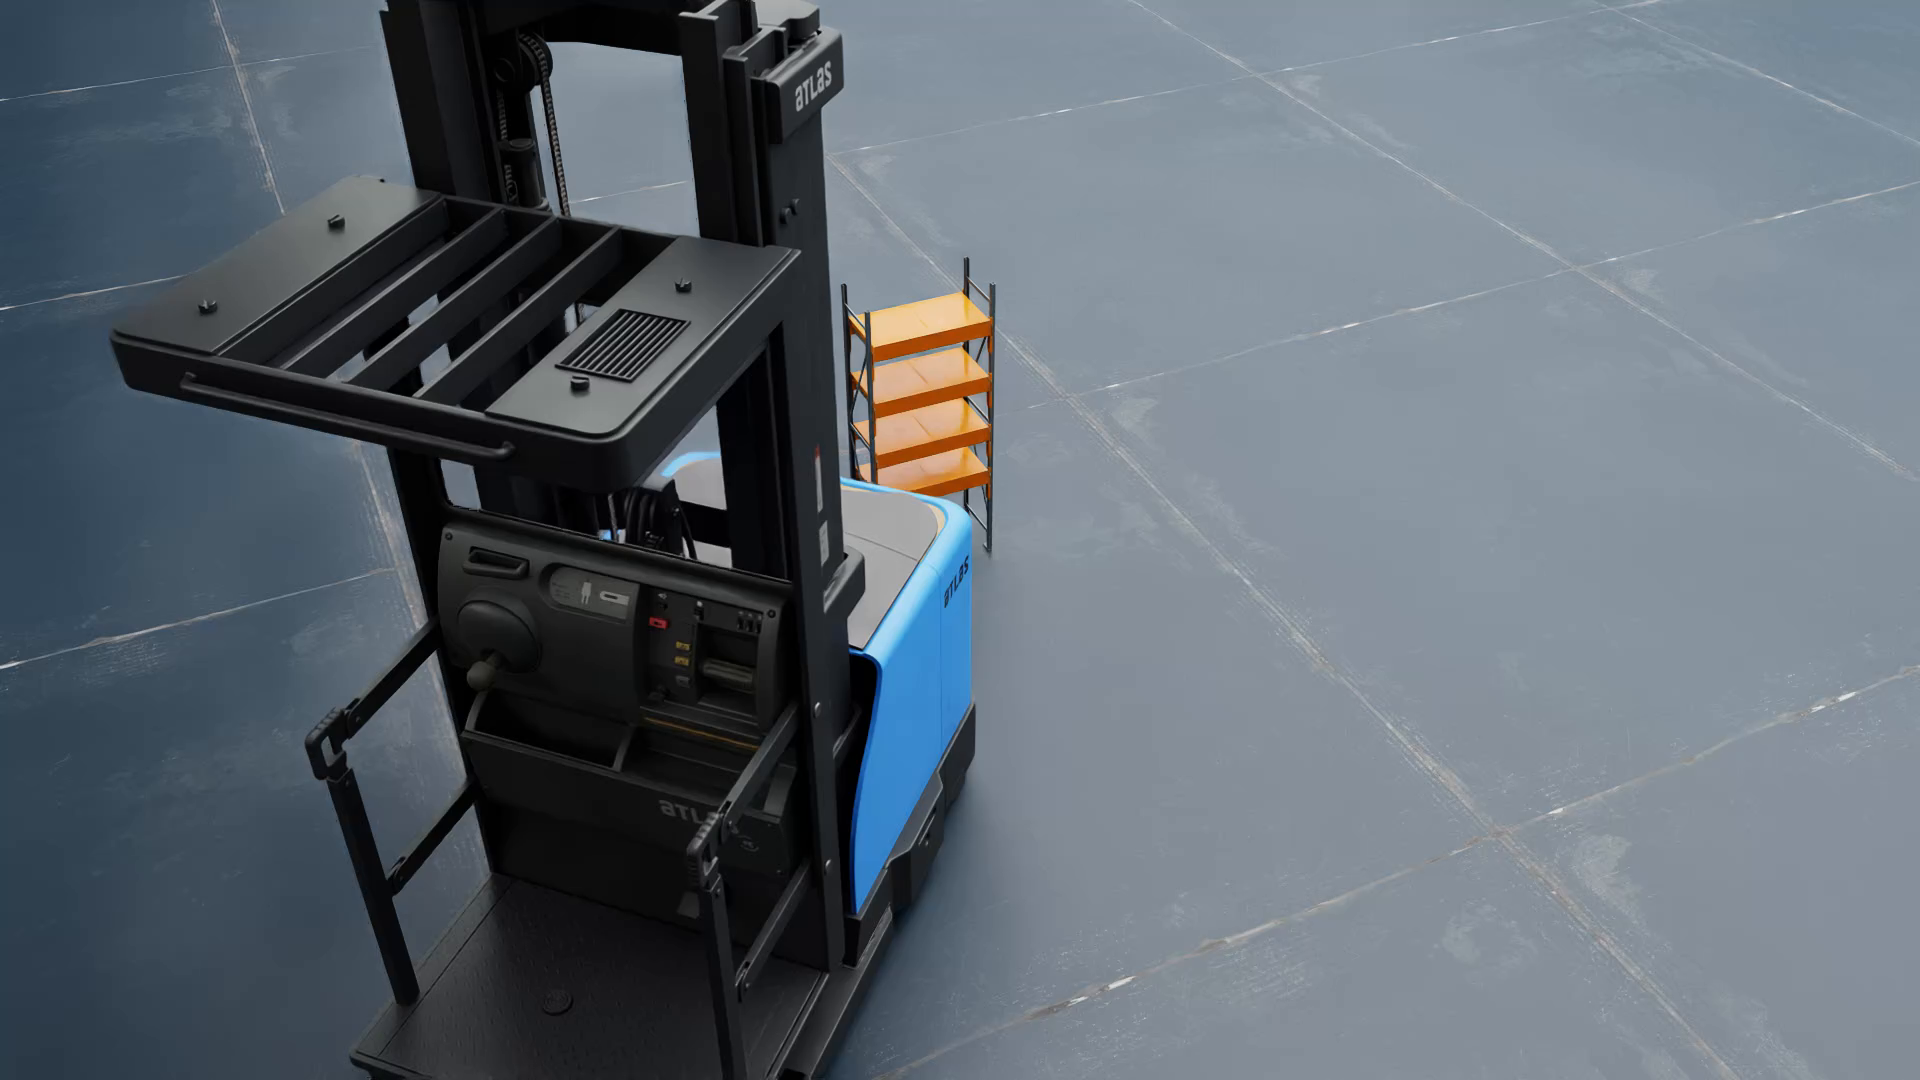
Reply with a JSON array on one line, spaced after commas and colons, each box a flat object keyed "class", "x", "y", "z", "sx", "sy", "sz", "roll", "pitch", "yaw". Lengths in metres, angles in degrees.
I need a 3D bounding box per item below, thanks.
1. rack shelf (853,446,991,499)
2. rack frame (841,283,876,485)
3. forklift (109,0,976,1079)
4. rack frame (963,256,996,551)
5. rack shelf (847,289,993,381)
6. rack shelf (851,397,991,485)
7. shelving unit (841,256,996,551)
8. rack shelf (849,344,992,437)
[{"class": "rack shelf", "x": -0.150, "y": -0.226, "z": 6.494, "sx": 0.480, "sy": 0.148, "sz": 0.258, "roll": -16, "pitch": 39, "yaw": -20}, {"class": "rack frame", "x": -0.371, "y": -0.378, "z": 6.253, "sx": 0.015, "sy": 1.200, "sz": 0.240, "roll": -16, "pitch": 39, "yaw": -20}, {"class": "forklift", "x": -0.933, "y": 0.299, "z": 3.887, "sx": 1.130, "sy": 2.935, "sz": 3.031, "roll": 12, "pitch": 38, "yaw": 16}, {"class": "rack frame", "x": 0.071, "y": -0.502, "z": 6.419, "sx": 0.015, "sy": 1.200, "sz": 0.240, "roll": -16, "pitch": 39, "yaw": -20}, {"class": "rack shelf", "x": -0.150, "y": -0.756, "z": 6.102, "sx": 0.480, "sy": 0.148, "sz": 0.258, "roll": -16, "pitch": 39, "yaw": -20}, {"class": "rack shelf", "x": -0.150, "y": -0.386, "z": 6.376, "sx": 0.480, "sy": 0.148, "sz": 0.258, "roll": -16, "pitch": 39, "yaw": -20}, {"class": "shelving unit", "x": -0.150, "y": -0.440, "z": 6.336, "sx": 0.503, "sy": 1.200, "sz": 0.258, "roll": -16, "pitch": 39, "yaw": -20}, {"class": "rack shelf", "x": -0.150, "y": -0.566, "z": 6.243, "sx": 0.480, "sy": 0.148, "sz": 0.258, "roll": -16, "pitch": 39, "yaw": -20}]
